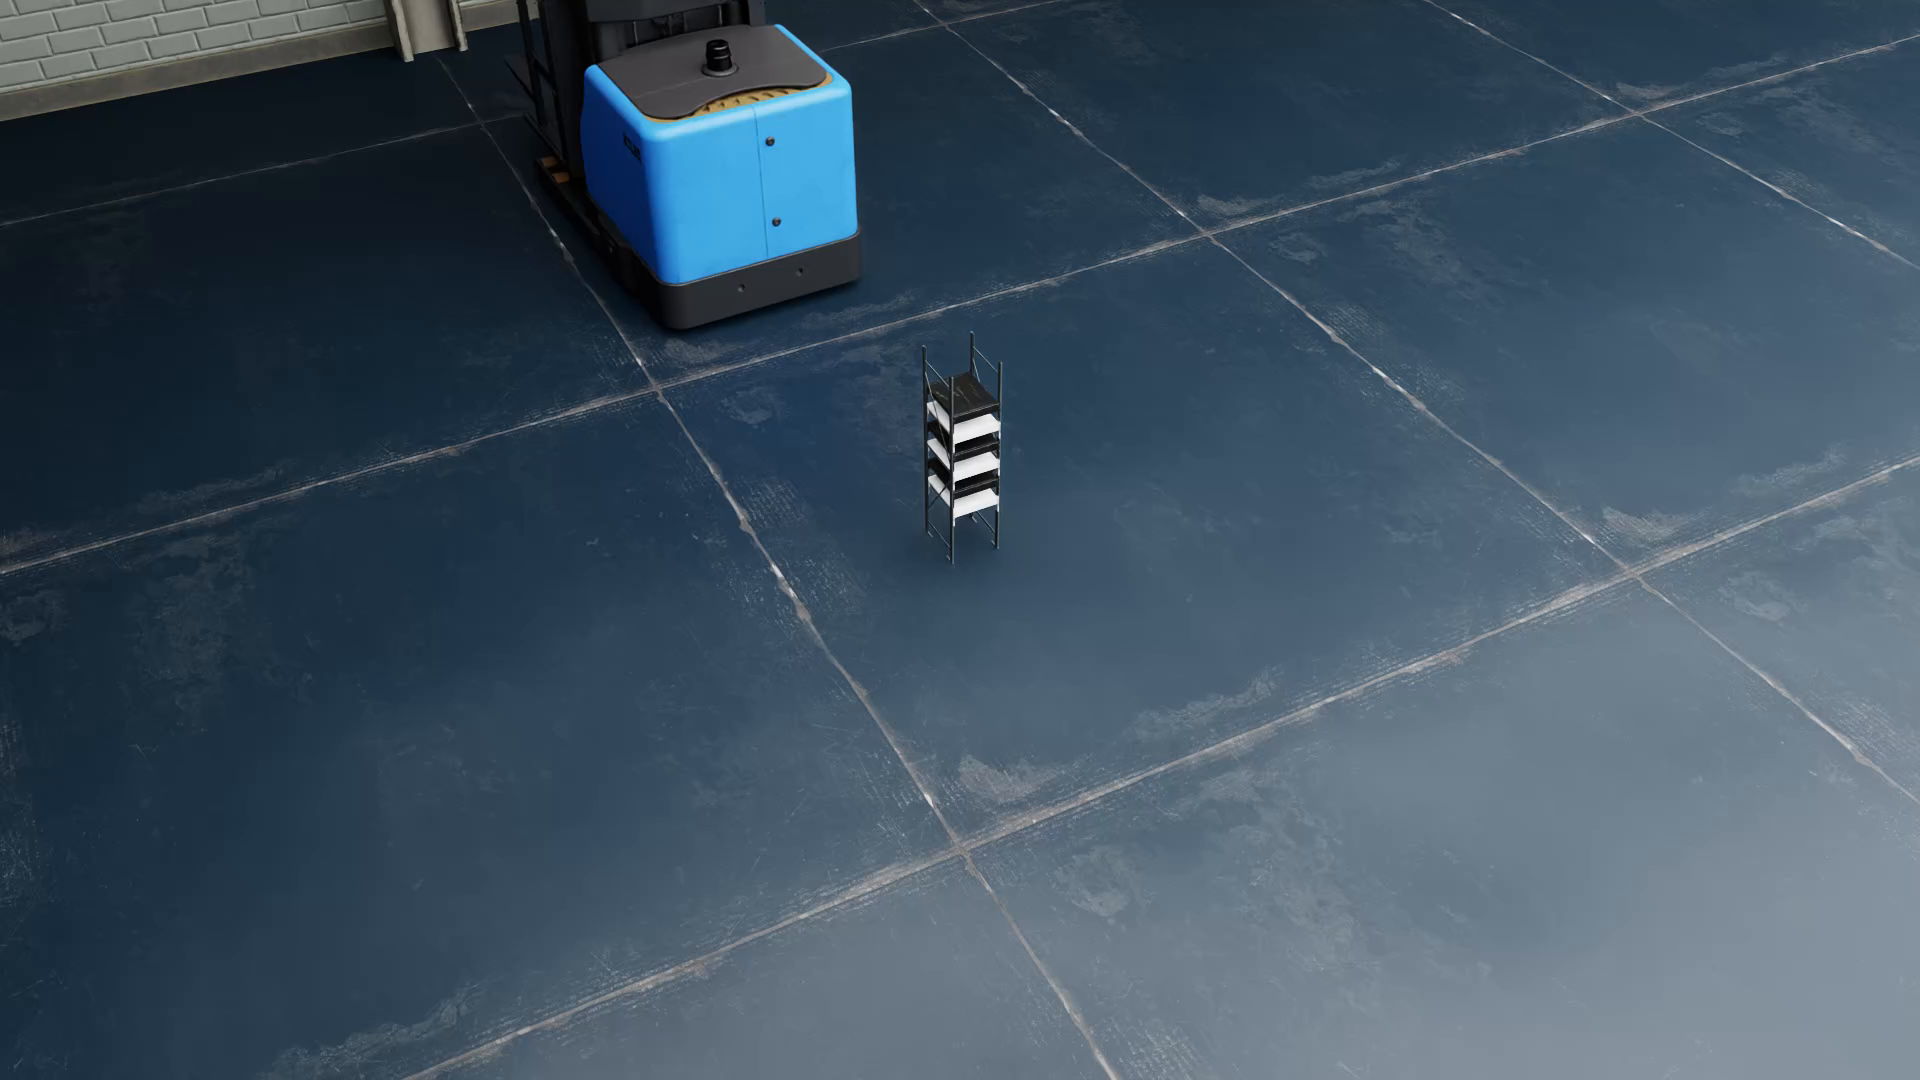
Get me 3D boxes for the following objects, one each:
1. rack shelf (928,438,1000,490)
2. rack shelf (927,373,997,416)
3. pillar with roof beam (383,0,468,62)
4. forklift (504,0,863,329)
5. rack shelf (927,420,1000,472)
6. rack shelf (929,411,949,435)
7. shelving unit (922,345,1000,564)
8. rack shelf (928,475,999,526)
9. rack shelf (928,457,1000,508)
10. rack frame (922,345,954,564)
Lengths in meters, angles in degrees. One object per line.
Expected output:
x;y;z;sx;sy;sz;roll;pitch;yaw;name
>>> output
0.007;-0.320;6.484;0.200;0.077;0.258;-19;44;-21;rack shelf
0.007;-0.542;6.296;0.190;0.026;0.221;-19;44;-21;rack shelf
-1.320;-4.052;4.571;0.400;9.000;9.100;-19;44;-21;pillar with roof beam
-1.642;-3.022;8.101;1.129;2.867;3.031;-20;44;-22;forklift
0.007;-0.389;6.425;0.200;0.077;0.258;-19;44;-21;rack shelf
0.007;-0.469;6.358;0.184;0.015;0.199;-19;44;-21;rack shelf
0.005;-0.345;6.461;0.205;0.900;0.258;-19;44;-21;shelving unit
0.007;-0.183;6.600;0.200;0.077;0.258;-19;44;-21;rack shelf
0.007;-0.252;6.542;0.200;0.077;0.258;-19;44;-21;rack shelf
-0.083;-0.316;6.426;0.006;0.900;0.240;-19;44;-21;rack frame
